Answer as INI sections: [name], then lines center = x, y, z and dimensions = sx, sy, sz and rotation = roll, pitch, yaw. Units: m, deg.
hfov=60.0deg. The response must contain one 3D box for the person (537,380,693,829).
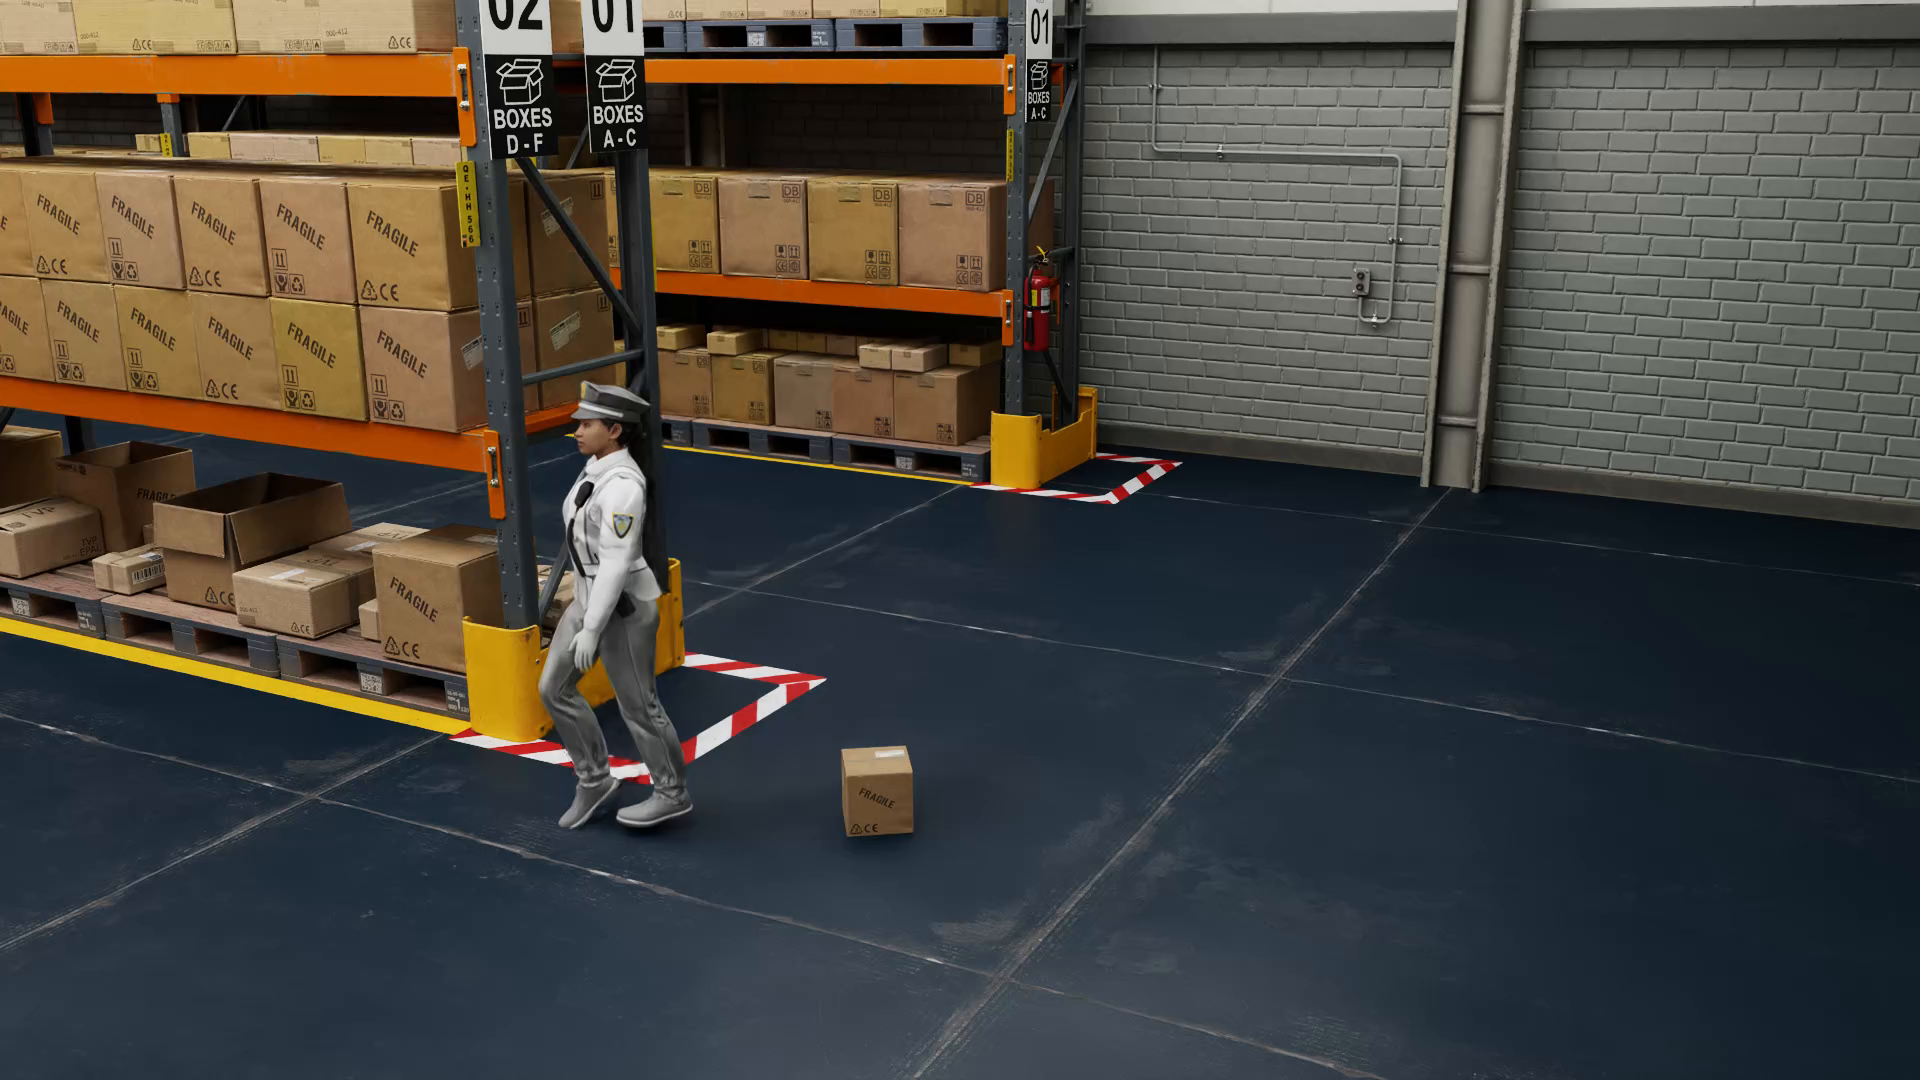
[person]
center = -1.264, 0.280, 6.015
dimensions = 0.503, 1.744, 0.523
rotation = -7, 17, -24
